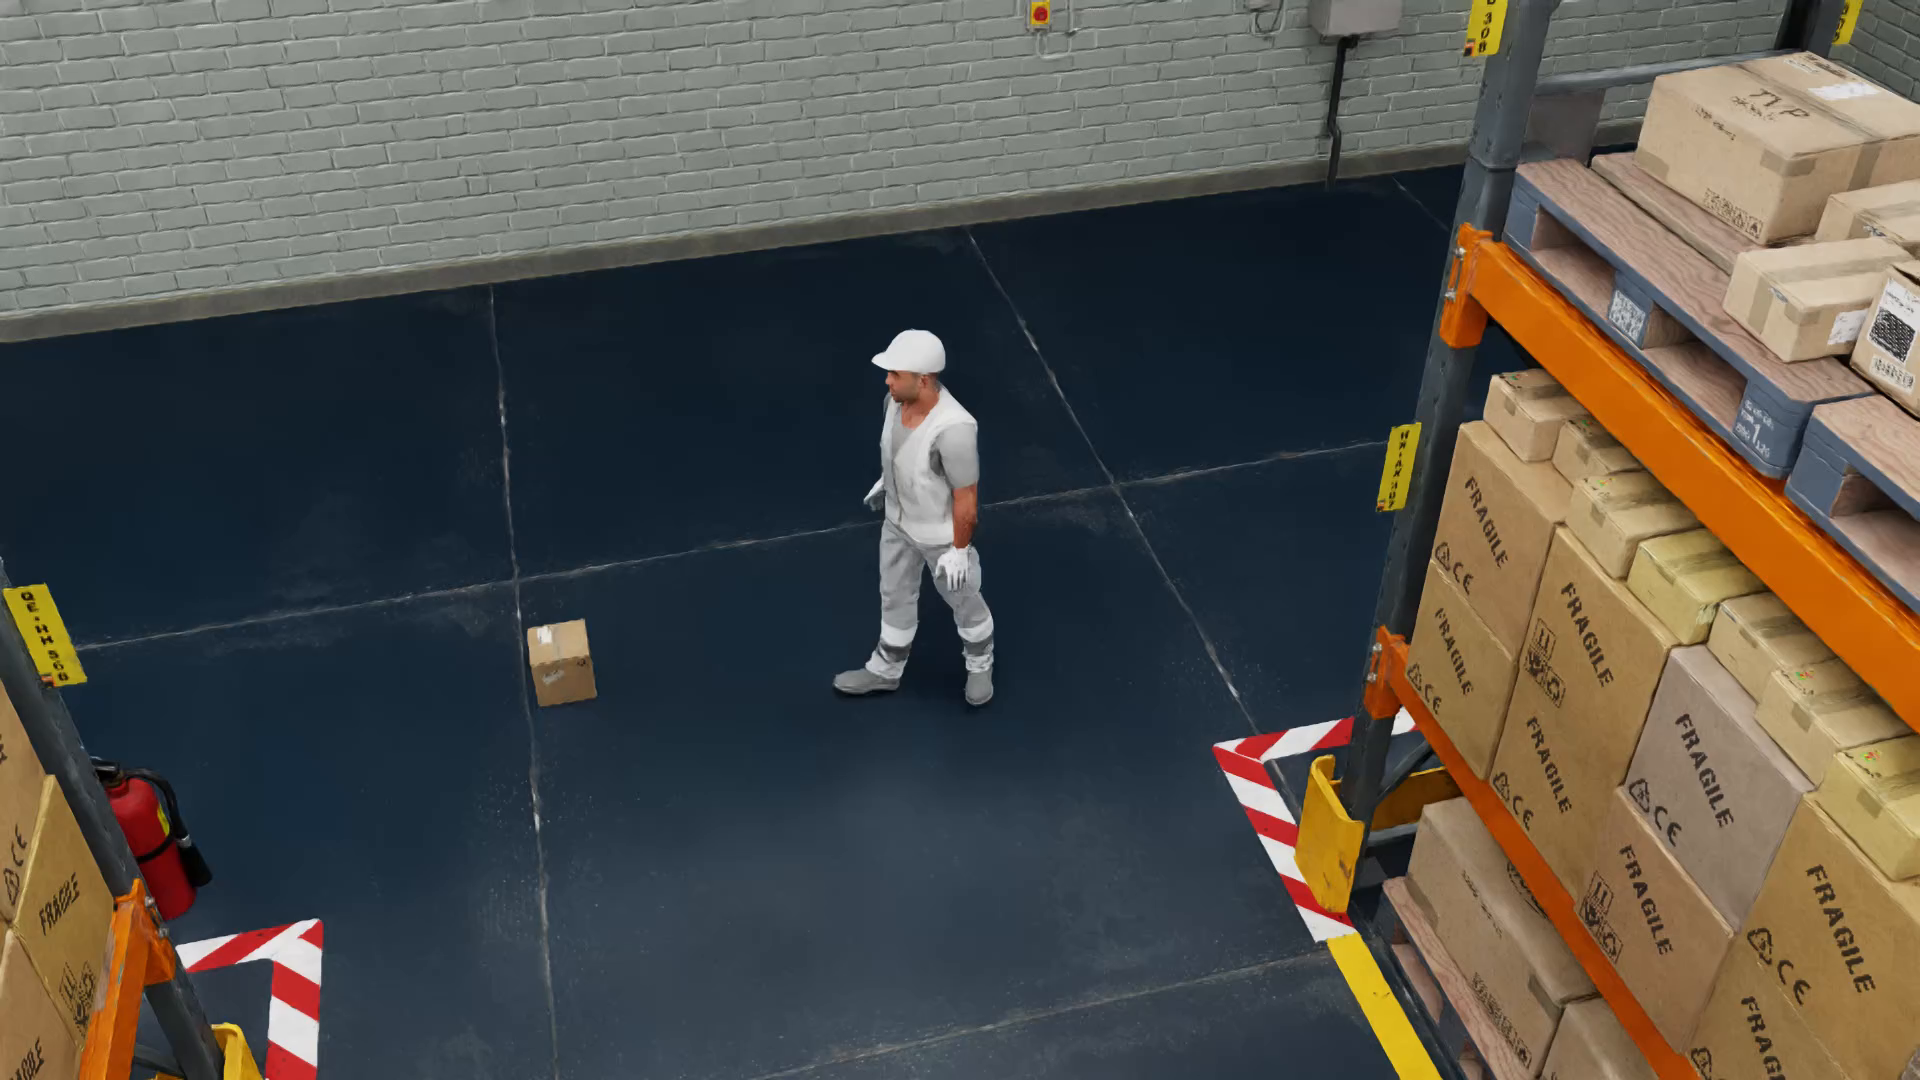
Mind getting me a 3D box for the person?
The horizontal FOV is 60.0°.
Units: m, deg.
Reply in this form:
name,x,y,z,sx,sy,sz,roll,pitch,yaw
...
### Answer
name,x,y,z,sx,sy,sz,roll,pitch,yaw
person,-0.194,-0.069,6.776,0.639,1.789,0.693,-26,45,-30
